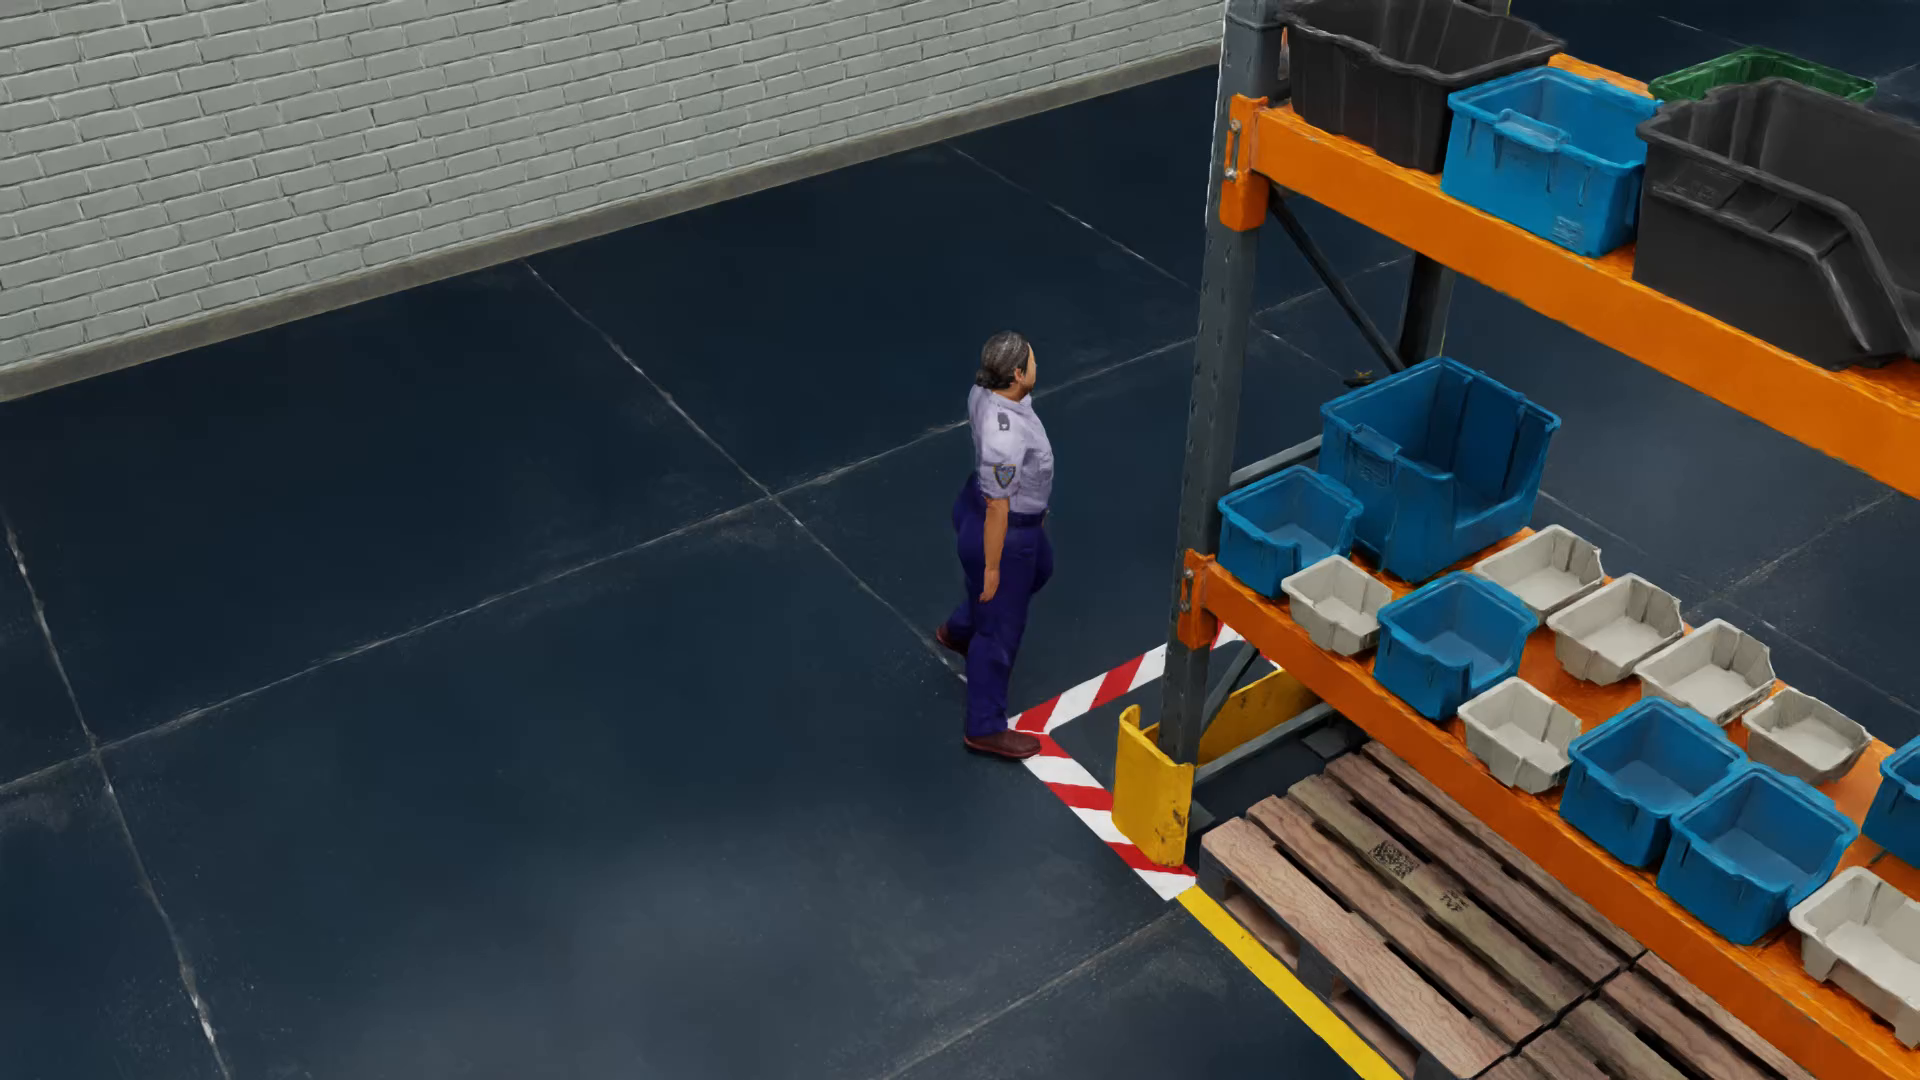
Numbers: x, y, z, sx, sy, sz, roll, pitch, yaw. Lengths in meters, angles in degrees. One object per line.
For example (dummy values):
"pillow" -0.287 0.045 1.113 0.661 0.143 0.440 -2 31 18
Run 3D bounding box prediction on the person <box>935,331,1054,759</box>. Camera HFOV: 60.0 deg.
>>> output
"person" 0.179 0.015 6.145 0.454 1.623 0.625 -5 37 -7
